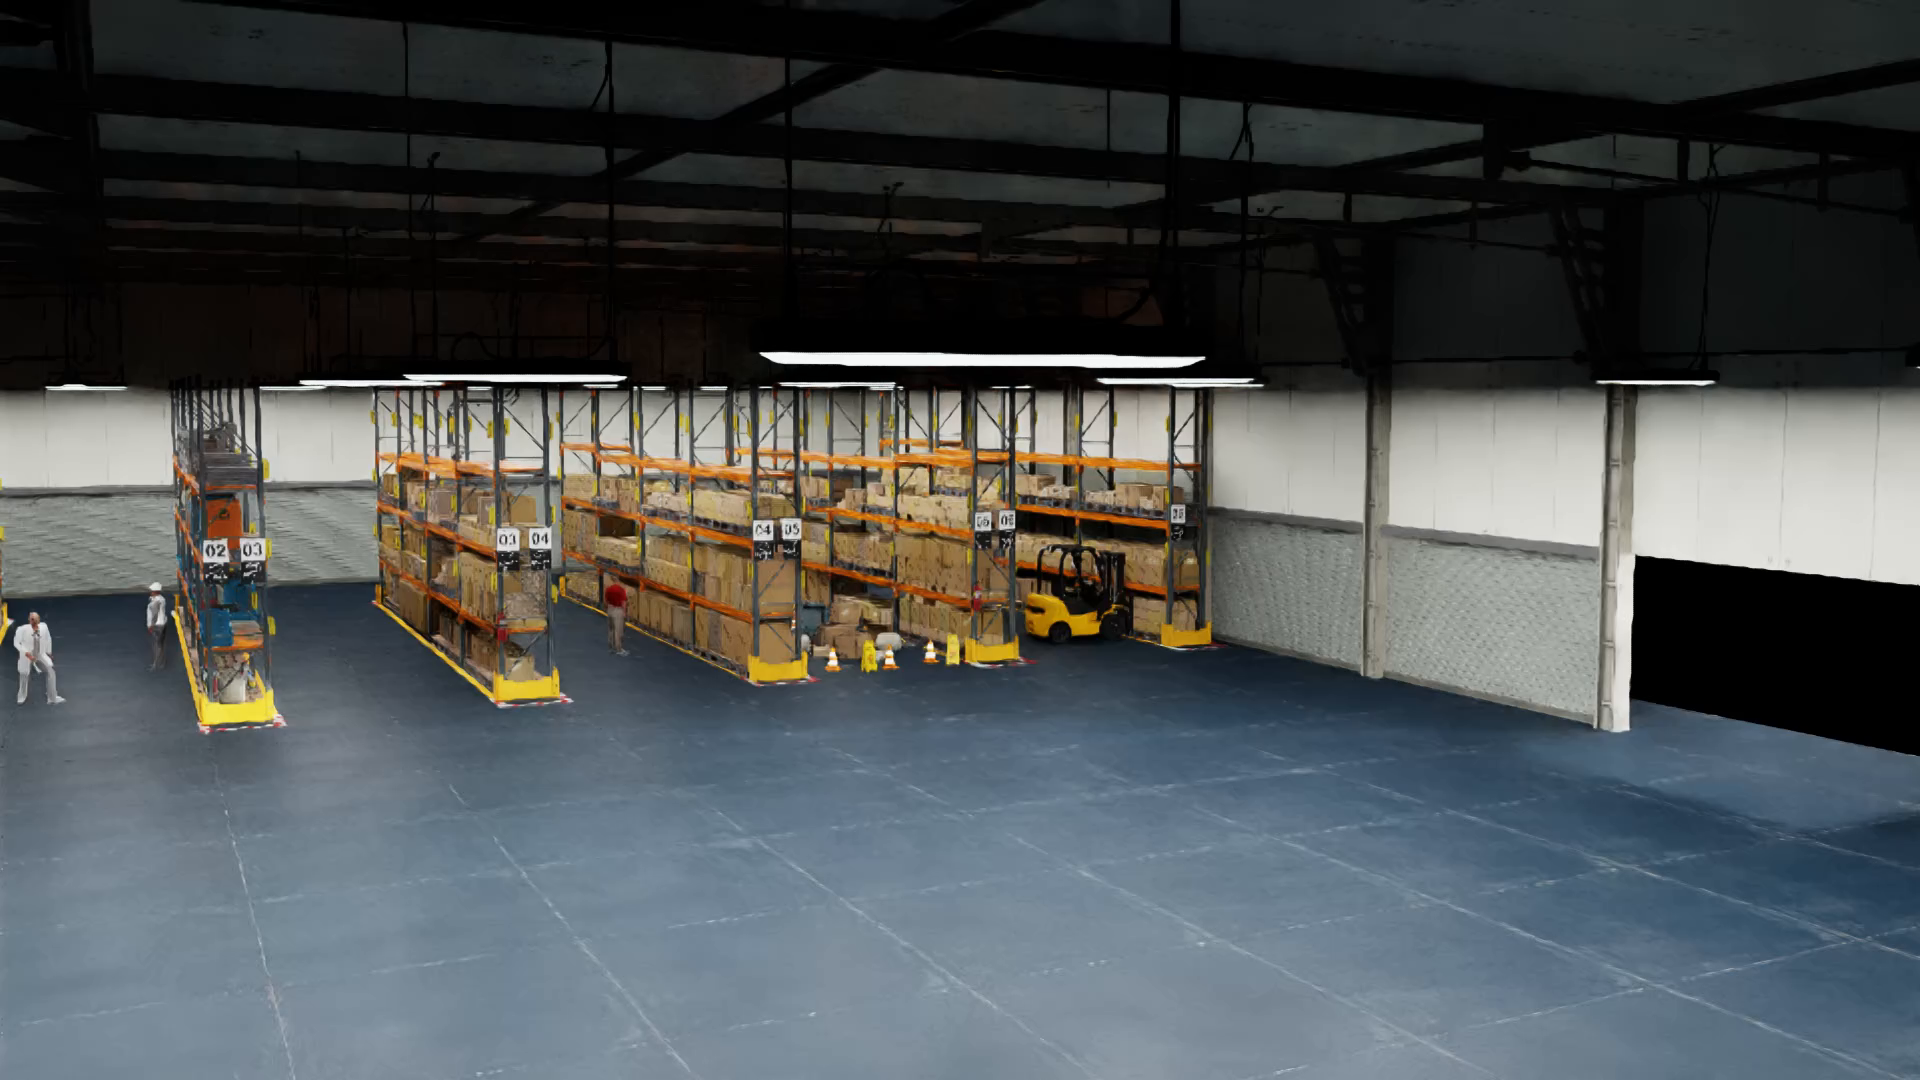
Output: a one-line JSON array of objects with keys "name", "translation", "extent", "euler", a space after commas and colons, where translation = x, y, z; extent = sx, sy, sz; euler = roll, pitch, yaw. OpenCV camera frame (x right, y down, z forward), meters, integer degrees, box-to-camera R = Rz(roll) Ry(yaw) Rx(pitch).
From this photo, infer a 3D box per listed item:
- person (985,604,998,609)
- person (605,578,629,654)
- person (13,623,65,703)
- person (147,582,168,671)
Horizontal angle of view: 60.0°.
[{"name": "person", "translation": [0.678, 1.347, 39.384], "extent": [0.585, 1.723, 0.654], "euler": [0, 5, 5]}, {"name": "person", "translation": [-7.457, 1.658, 36.334], "extent": [0.555, 1.654, 0.457], "euler": [3, 6, 33]}, {"name": "person", "translation": [-16.976, 2.241, 30.504], "extent": [0.737, 1.526, 0.883], "euler": [-5, 7, -44]}, {"name": "person", "translation": [-16.642, 1.780, 34.441], "extent": [0.410, 1.813, 0.581], "euler": [-1, 5, -9]}]
